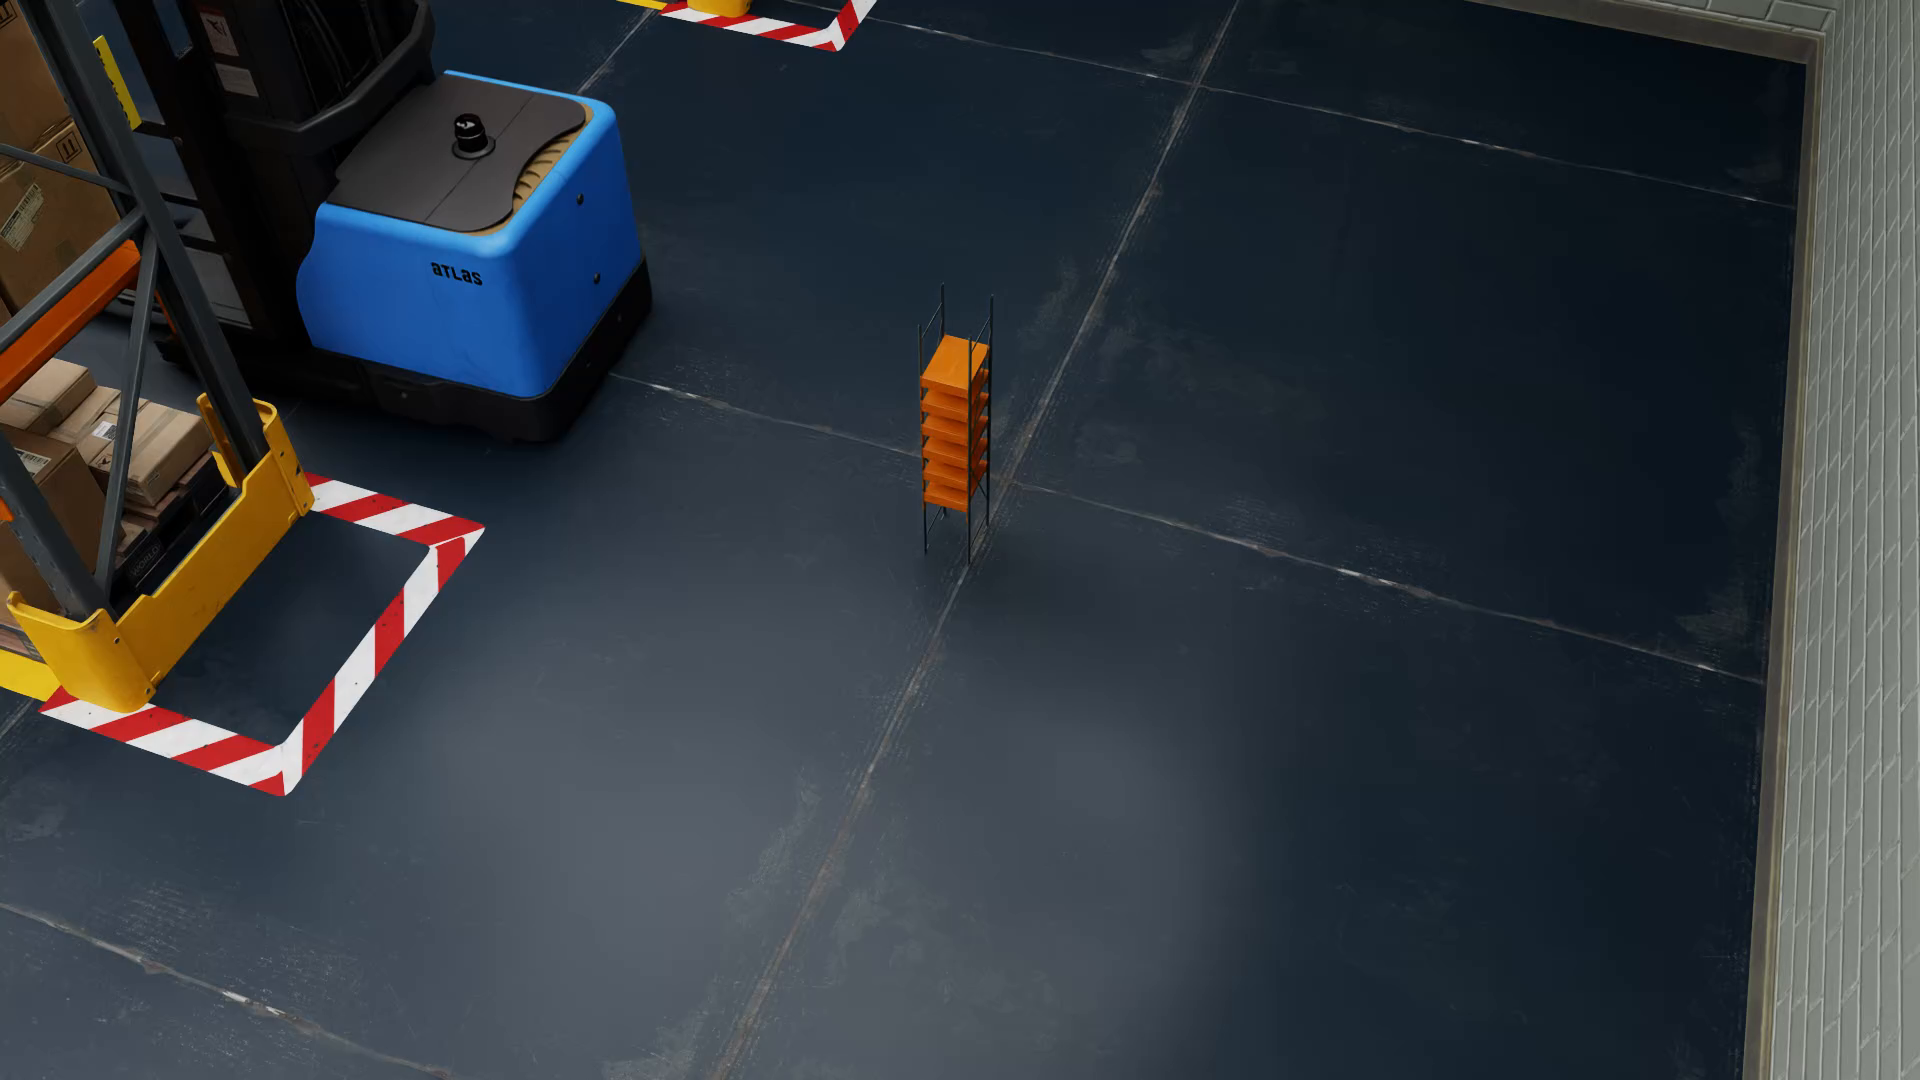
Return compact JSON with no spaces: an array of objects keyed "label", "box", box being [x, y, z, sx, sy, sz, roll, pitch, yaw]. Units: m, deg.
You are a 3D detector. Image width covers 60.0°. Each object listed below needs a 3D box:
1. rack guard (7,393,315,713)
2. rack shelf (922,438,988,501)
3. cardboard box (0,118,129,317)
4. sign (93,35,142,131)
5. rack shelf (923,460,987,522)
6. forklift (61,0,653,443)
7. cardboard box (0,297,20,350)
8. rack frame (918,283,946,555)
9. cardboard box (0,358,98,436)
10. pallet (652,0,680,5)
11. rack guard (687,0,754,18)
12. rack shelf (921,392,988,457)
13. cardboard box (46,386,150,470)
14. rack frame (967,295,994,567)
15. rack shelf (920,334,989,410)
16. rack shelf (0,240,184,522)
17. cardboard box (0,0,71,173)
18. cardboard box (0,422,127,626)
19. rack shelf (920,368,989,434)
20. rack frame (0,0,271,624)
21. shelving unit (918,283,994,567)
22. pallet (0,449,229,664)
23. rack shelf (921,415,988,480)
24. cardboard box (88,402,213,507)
[{"label":"rack guard","box":[-2.966,0.024,6.265,0.348,0.500,1.175,16,51,13]},{"label":"rack shelf","box":[-0.014,-0.289,6.291,0.180,0.103,0.258,16,51,13]},{"label":"cardboard box","box":[-3.219,-1.111,5.528,0.500,0.500,0.500,17,51,14]},{"label":"sign","box":[-2.706,-1.443,5.309,0.005,0.325,0.100,16,51,13]},{"label":"rack shelf","box":[-0.014,-0.210,6.381,0.180,0.103,0.258,16,51,13]},{"label":"forklift","box":[-2.955,-2.033,6.439,3.031,2.935,1.130,14,51,12]},{"label":"cardboard box","box":[-3.409,-0.732,5.200,0.500,0.500,0.500,17,51,14]},{"label":"rack frame","box":[-0.099,-0.421,6.187,0.006,1.200,0.240,16,51,13]},{"label":"cardboard box","box":[-3.775,-0.493,6.587,0.500,0.250,0.500,16,51,13]},{"label":"pallet","box":[-1.958,-3.528,9.535,1.213,0.211,1.003,16,51,13]},{"label":"rack guard","box":[-1.159,-3.462,9.286,0.348,0.500,1.175,16,51,13]},{"label":"rack shelf","box":[-0.014,-0.446,6.109,0.180,0.103,0.258,16,51,13]},{"label":"cardboard box","box":[-3.402,-0.410,6.570,0.250,0.166,0.380,16,51,13]},{"label":"rack frame","box":[0.072,-0.373,6.146,0.006,1.200,0.240,16,51,13]},{"label":"rack shelf","box":[-0.014,-0.603,5.928,0.180,0.103,0.258,16,51,13]},{"label":"rack shelf","box":[-4.770,-1.063,6.029,4.000,0.370,1.077,16,51,13]},{"label":"cardboard box","box":[-3.219,-1.438,5.150,0.500,0.500,0.500,17,51,14]},{"label":"cardboard box","box":[-3.490,-0.068,6.054,0.500,0.500,0.500,16,51,13]},{"label":"rack shelf","box":[-0.014,-0.525,6.019,0.180,0.103,0.258,16,51,13]},{"label":"rack frame","box":[-2.894,-0.775,5.303,0.127,3.000,1.000,16,51,13]},{"label":"shelving unit","box":[-0.014,-0.397,6.166,0.189,1.200,0.258,16,51,13]},{"label":"pallet","box":[-3.714,-0.089,6.555,1.213,0.211,1.003,16,51,13]},{"label":"rack shelf","box":[-0.014,-0.368,6.200,0.180,0.103,0.258,16,51,13]},{"label":"cardboard box","box":[-3.168,-0.338,6.520,0.250,0.149,0.380,16,51,13]}]
